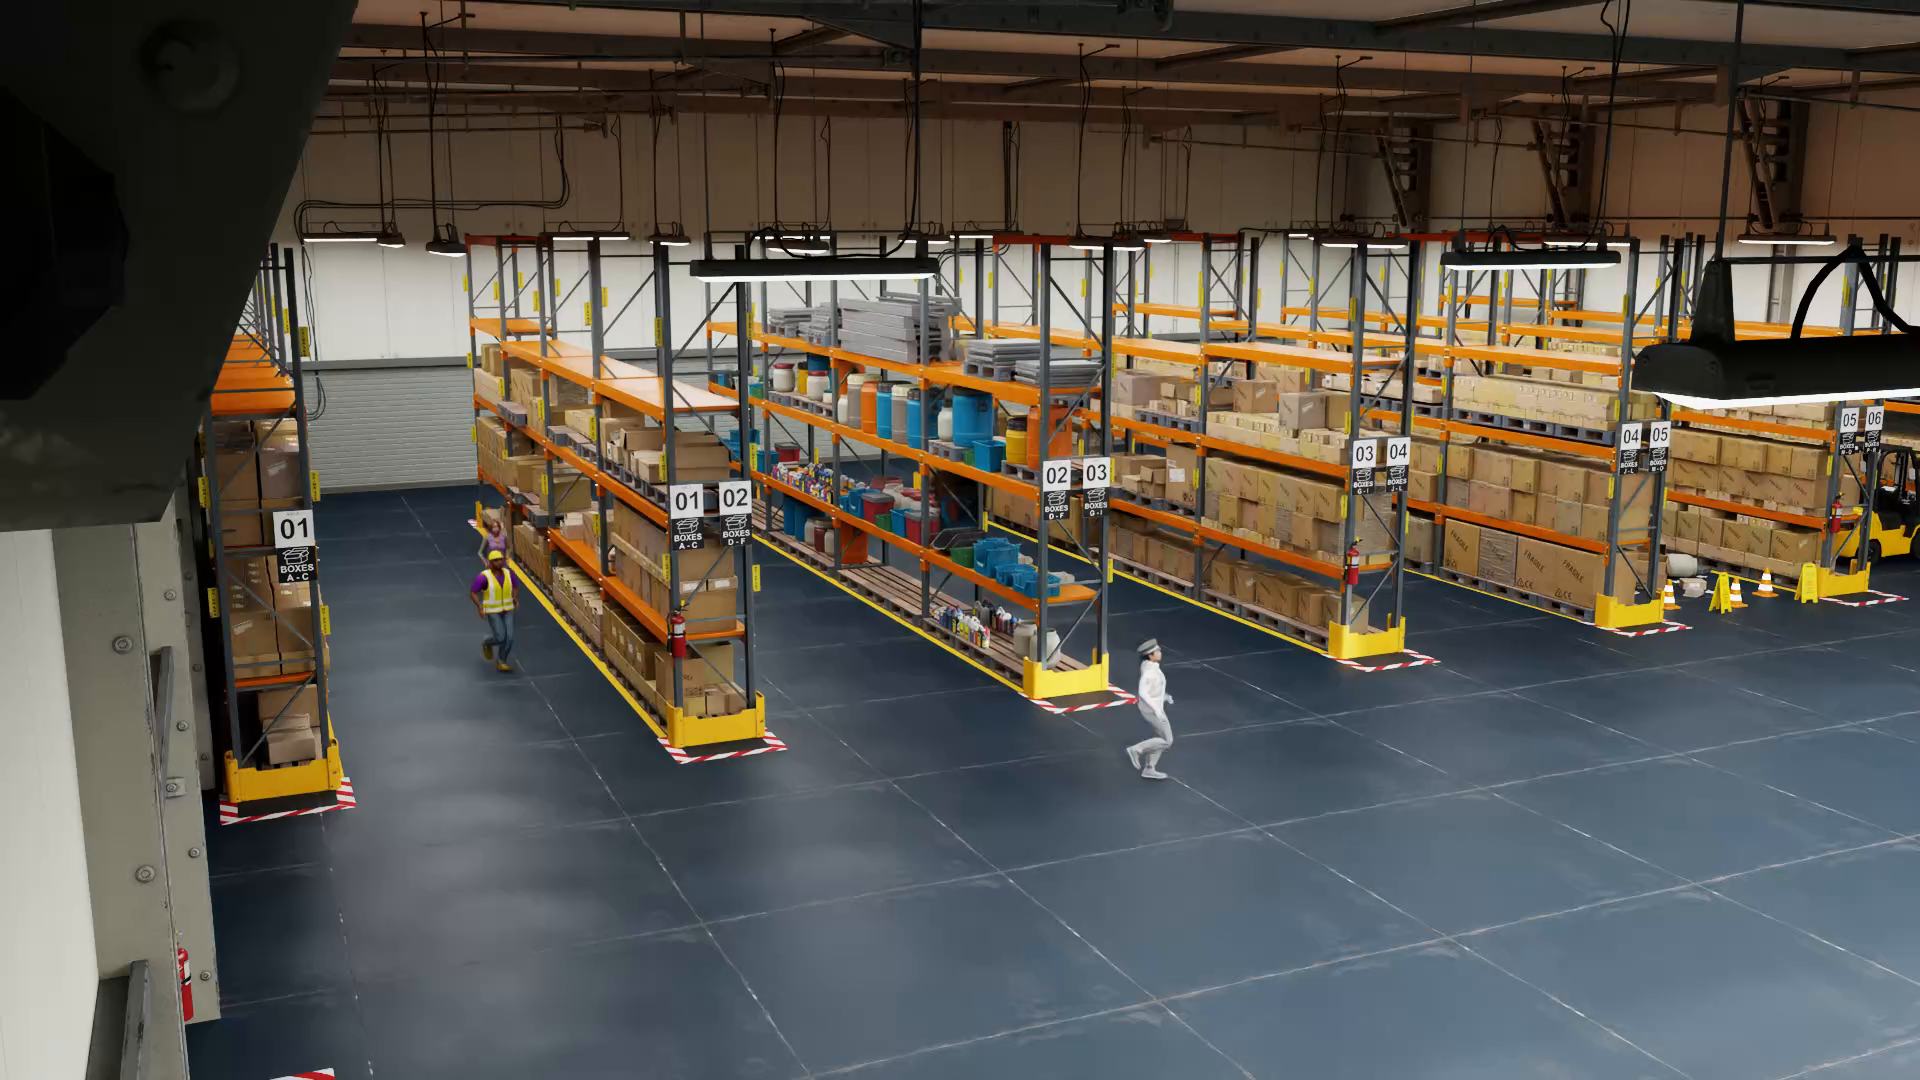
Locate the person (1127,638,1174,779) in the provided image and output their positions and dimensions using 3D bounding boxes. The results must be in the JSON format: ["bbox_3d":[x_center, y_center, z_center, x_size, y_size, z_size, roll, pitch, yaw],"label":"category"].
[{"bbox_3d":[2.174,1.920,18.942,0.544,1.649,0.631,0,11,2],"label":"person"}]

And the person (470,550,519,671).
[{"bbox_3d":[-6.523,0.992,23.513,0.701,1.716,0.587,-9,14,-40],"label":"person"}]

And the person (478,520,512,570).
[{"bbox_3d":[-7.469,0.445,26.789,0.537,1.558,0.549,-7,13,-31],"label":"person"}]
